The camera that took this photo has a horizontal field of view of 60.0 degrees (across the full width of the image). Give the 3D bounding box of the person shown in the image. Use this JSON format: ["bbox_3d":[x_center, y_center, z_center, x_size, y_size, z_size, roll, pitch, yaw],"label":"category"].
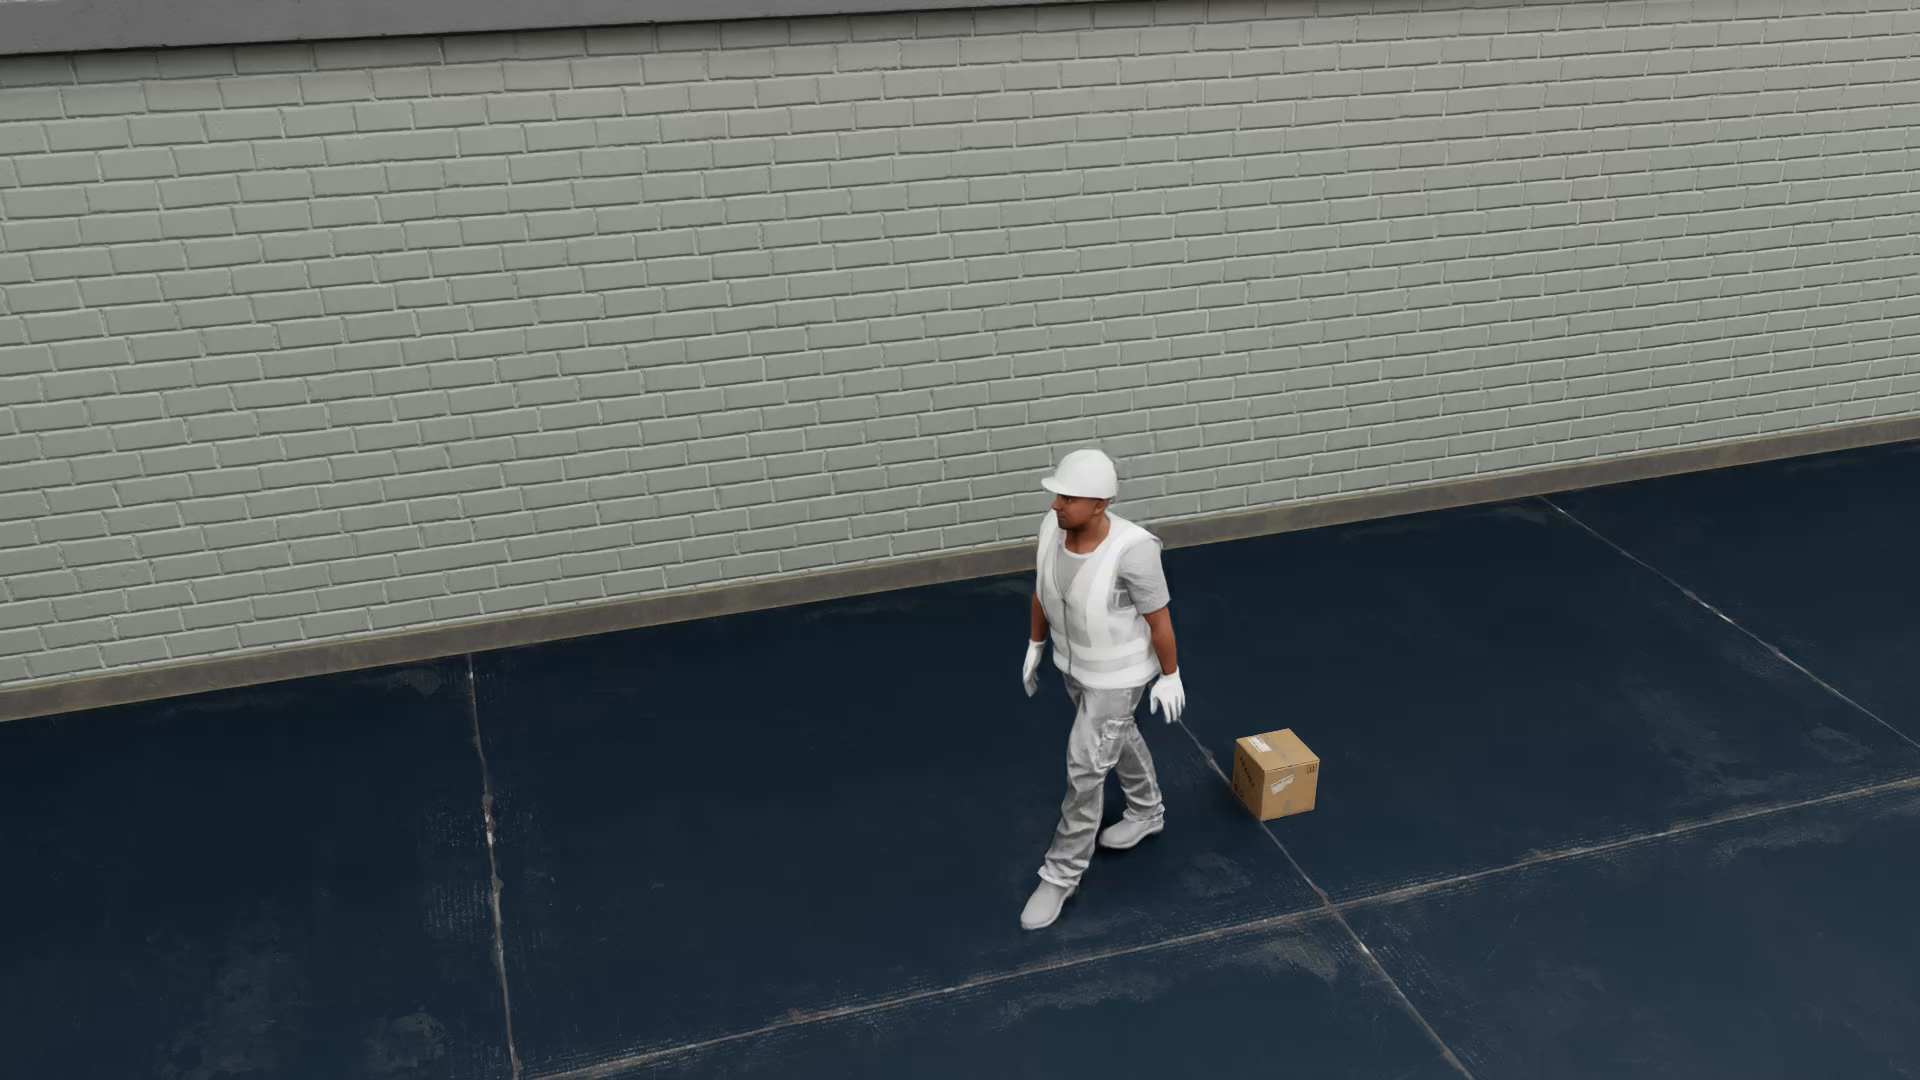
[{"bbox_3d":[0.473,0.482,6.108,0.819,1.770,0.592,-16,30,-30],"label":"person"}]
